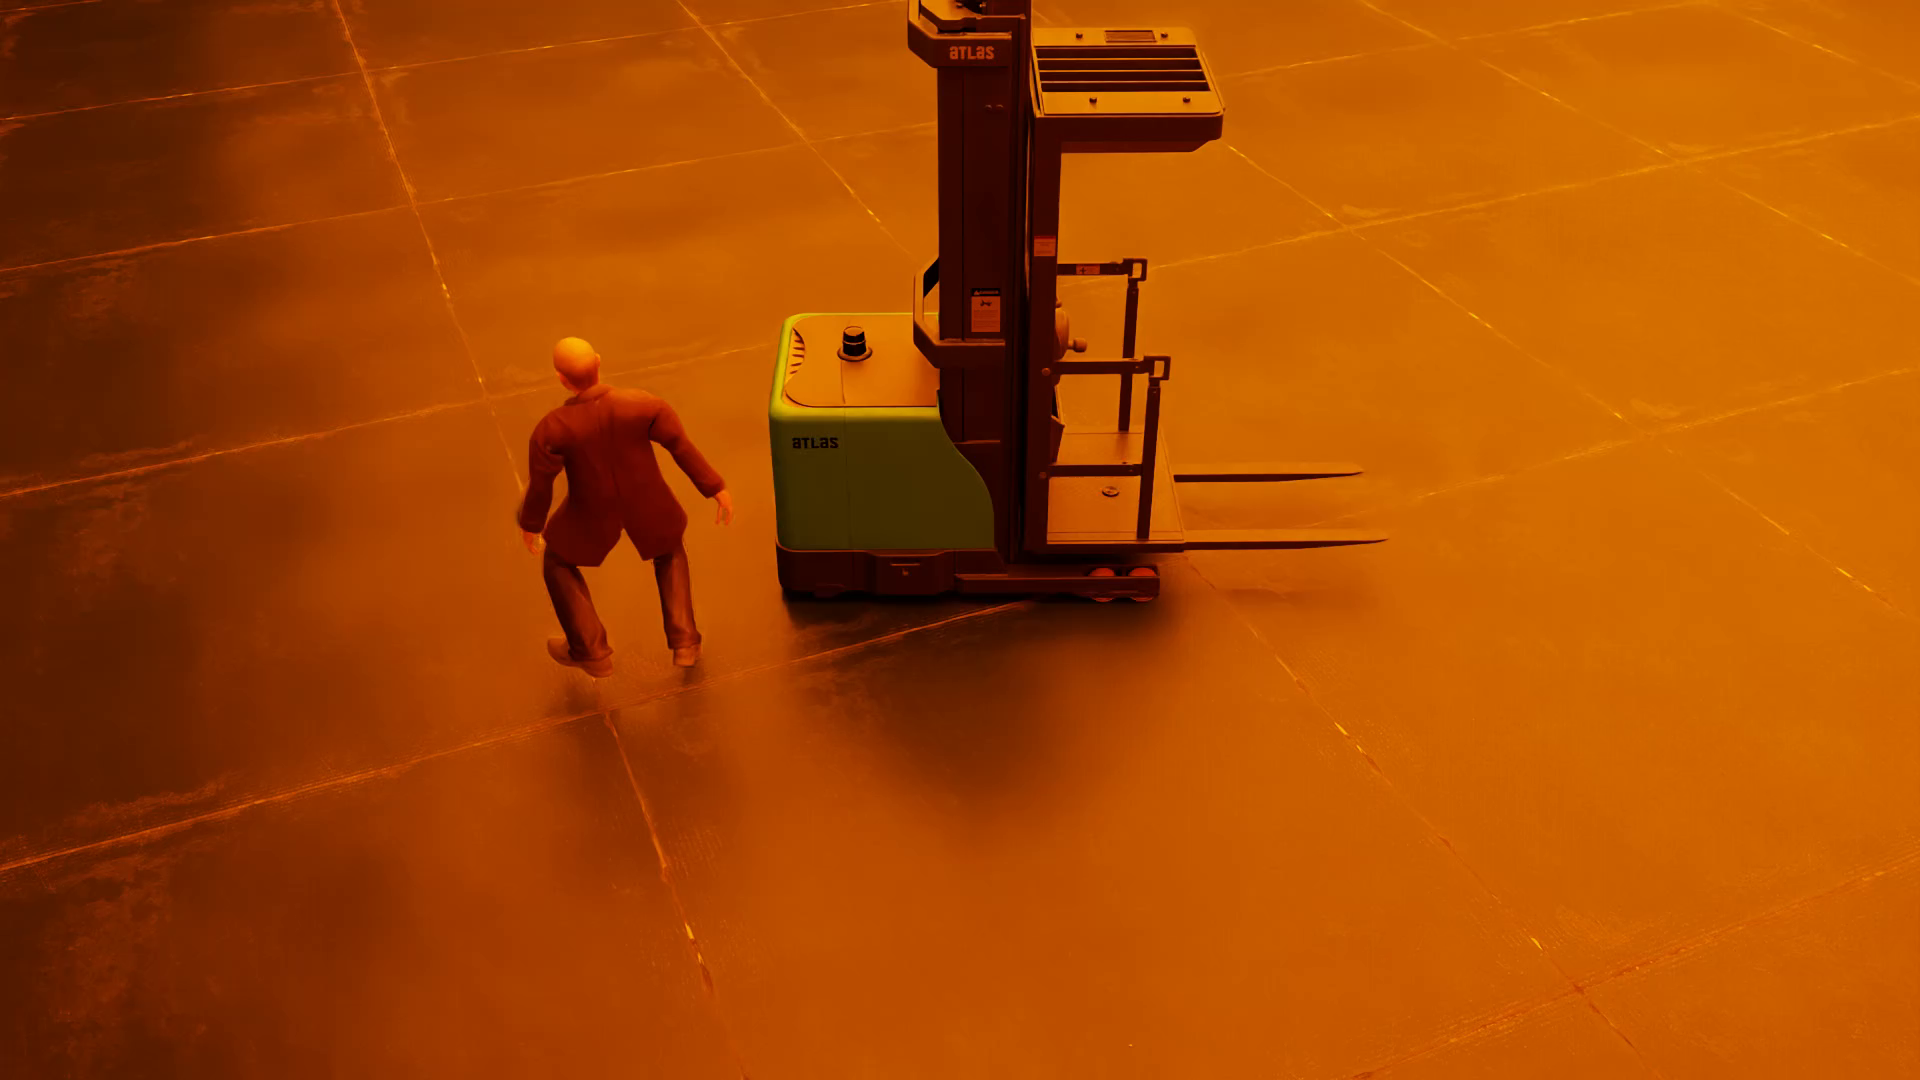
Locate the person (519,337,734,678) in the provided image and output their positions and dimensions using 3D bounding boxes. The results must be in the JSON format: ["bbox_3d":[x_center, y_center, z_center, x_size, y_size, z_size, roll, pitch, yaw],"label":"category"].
[{"bbox_3d":[-1.472,-0.149,7.328,0.928,1.669,0.585,-9,36,-12],"label":"person"}]

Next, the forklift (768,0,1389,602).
[{"bbox_3d":[0.610,-1.199,7.785,3.031,2.935,1.130,0,35,-1],"label":"forklift"}]
